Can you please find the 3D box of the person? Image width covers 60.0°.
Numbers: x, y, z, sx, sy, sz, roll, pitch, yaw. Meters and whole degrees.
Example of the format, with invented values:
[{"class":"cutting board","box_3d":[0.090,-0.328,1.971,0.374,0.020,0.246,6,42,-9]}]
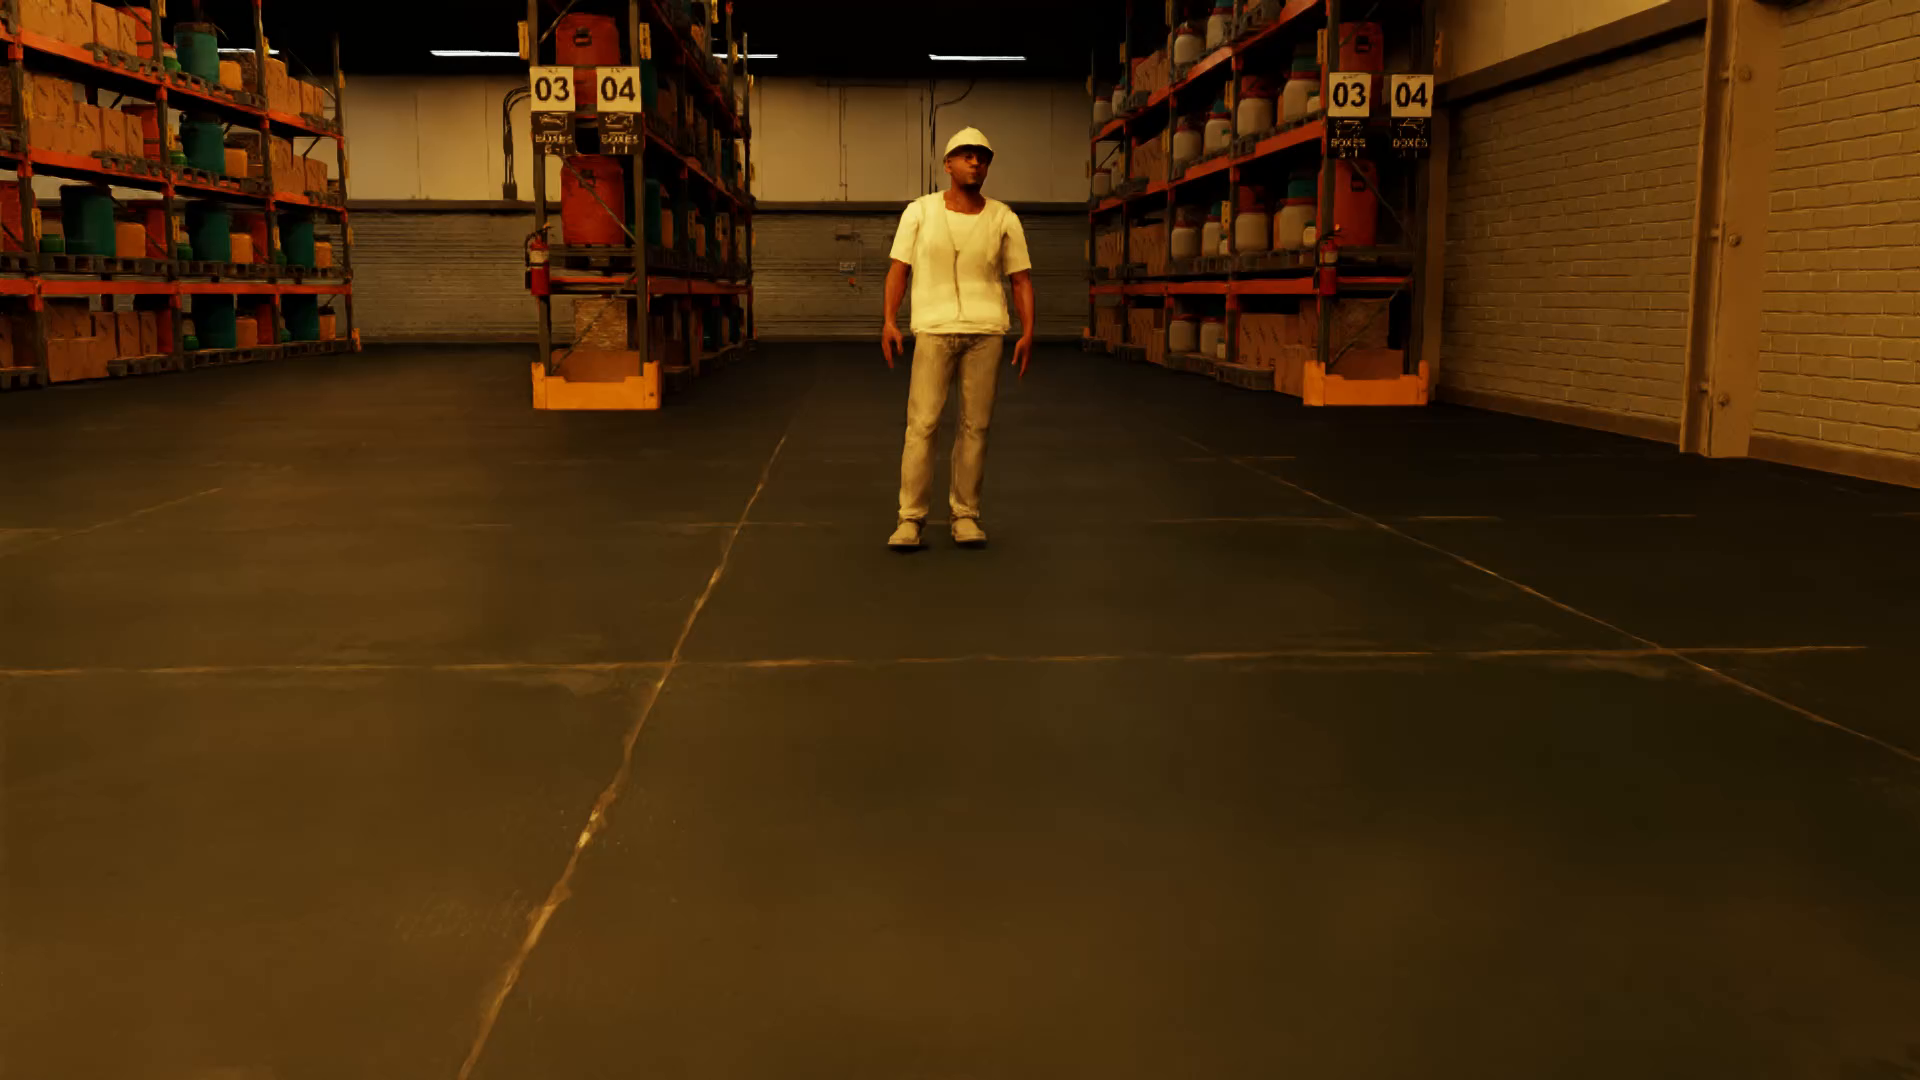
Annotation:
[{"class":"person","box_3d":[-0.001,-0.870,7.110,0.665,1.766,0.576,-1,8,-4]}]
